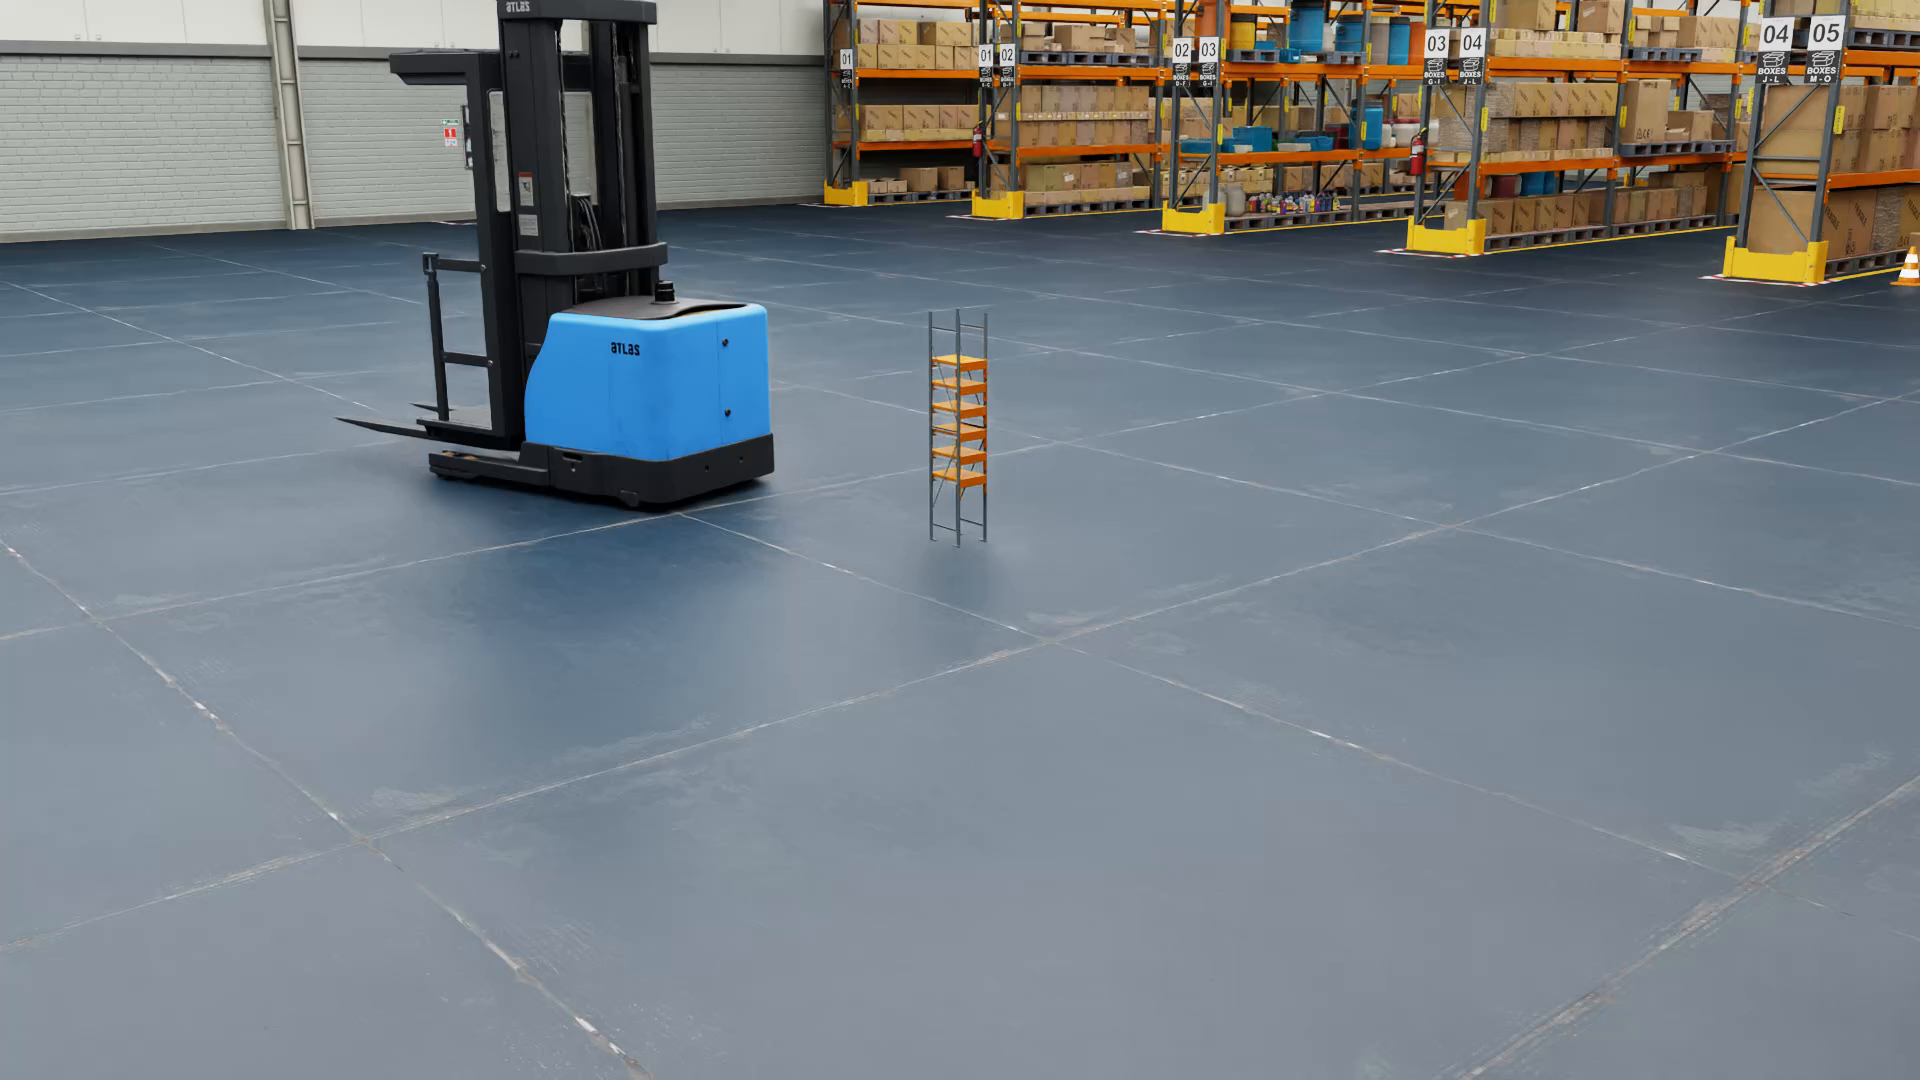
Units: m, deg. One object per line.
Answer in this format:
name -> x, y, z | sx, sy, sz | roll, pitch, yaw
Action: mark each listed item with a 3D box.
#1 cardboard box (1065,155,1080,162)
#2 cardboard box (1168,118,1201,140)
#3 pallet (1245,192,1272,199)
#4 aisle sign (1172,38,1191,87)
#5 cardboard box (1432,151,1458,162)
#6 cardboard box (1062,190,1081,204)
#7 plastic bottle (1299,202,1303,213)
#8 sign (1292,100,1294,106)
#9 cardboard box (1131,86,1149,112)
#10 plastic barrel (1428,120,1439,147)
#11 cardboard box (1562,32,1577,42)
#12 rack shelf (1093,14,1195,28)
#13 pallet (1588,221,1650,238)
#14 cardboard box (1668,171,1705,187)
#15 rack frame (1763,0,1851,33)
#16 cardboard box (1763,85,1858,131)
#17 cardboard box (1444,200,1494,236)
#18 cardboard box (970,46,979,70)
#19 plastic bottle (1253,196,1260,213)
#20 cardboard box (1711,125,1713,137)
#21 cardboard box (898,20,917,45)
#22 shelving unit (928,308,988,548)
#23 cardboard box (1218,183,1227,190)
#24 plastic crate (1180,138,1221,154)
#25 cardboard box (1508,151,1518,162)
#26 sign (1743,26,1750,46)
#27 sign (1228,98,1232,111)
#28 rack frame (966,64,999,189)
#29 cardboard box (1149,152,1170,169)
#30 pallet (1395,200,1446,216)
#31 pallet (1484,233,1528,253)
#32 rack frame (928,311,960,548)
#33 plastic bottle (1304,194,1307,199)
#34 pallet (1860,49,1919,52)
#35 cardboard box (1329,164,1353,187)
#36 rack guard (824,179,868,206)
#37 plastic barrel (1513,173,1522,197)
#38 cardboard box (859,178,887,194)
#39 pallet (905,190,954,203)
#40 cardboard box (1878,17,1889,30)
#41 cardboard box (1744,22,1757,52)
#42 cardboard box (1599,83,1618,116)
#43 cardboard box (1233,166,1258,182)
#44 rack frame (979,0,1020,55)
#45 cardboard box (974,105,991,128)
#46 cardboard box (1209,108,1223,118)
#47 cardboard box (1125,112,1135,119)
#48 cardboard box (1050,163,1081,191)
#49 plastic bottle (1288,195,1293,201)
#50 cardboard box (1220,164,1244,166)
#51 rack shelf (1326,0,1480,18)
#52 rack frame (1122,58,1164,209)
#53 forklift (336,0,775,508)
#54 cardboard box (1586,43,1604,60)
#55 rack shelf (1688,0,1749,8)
cardboard box -> 2.537, -9.184, 39.859 | 0.500, 0.250, 0.500 | -12, 19, -38
cardboard box -> 4.742, -8.657, 35.152 | 0.500, 0.500, 0.500 | -11, 18, -35
pallet -> 6.125, -7.591, 36.758 | 1.213, 0.211, 1.003 | -13, 19, -39
aisle sign -> 3.736, -8.051, 28.041 | 0.004, 0.787, 0.394 | -13, 19, -39
cardboard box -> 7.316, -5.752, 24.960 | 0.250, 0.149, 0.380 | -13, 19, -39
cardboard box -> 2.040, -6.807, 32.934 | 0.500, 0.250, 0.500 | -13, 19, -39
plastic bottle -> 6.122, -5.983, 29.907 | 0.097, 0.201, 0.097 | 0, 15, 0
sign -> 9.193, -11.954, 45.860 | 0.005, 0.325, 0.100 | -13, 19, -39
cardboard box -> 3.424, -8.991, 33.889 | 0.500, 0.500, 0.700 | -13, 19, -39
plastic barrel -> 9.067, -7.872, 32.190 | 0.421, 0.512, 0.421 | 0, 15, 0
cardboard box -> 9.208, -7.697, 25.457 | 0.250, 0.149, 0.380 | -12, 19, -37
rack shelf -> 5.026, -12.730, 41.139 | 4.000, 0.370, 1.077 | -13, 19, -39
pallet -> 10.841, -5.248, 27.988 | 1.213, 0.211, 1.003 | -13, 19, -39
cardboard box -> 12.786, -6.388, 29.392 | 0.500, 0.250, 0.500 | -12, 19, -37
rack frame -> 10.417, -7.701, 20.143 | 0.127, 3.000, 1.000 | -13, 19, -39
cardboard box -> 10.722, -5.452, 20.965 | 0.550, 0.550, 0.875 | -13, 19, -39
cardboard box -> 7.719, -4.883, 25.248 | 0.500, 0.500, 0.500 | -9, 17, -29
cardboard box -> 0.279, -10.729, 37.059 | 0.500, 0.500, 0.500 | -12, 19, -38
plastic bottle -> 5.362, -6.063, 30.047 | 0.133, 0.283, 0.061 | -13, 19, -39
cardboard box -> 13.482, -7.321, 30.150 | 0.500, 0.500, 0.500 | -12, 19, -38
cardboard box -> -1.277, -10.851, 35.577 | 0.500, 0.500, 0.500 | -12, 19, -38
shelving unit -> -0.011, -0.577, 8.586 | 0.189, 1.200, 0.258 | -13, 19, -39
cardboard box -> 5.381, -7.547, 35.707 | 0.500, 0.250, 0.500 | -12, 19, -38
plastic crate -> 4.167, -6.821, 28.761 | 0.616, 0.251, 0.499 | -13, 19, -39
cardboard box -> 8.183, -5.790, 25.101 | 0.250, 0.149, 0.380 | -13, 19, -39
sign -> 13.627, -8.734, 28.819 | 0.005, 0.325, 0.100 | -13, 19, -39
sign -> 6.898, -11.128, 42.508 | 0.005, 0.325, 0.100 | -13, 19, -39
rack frame -> 0.500, -9.356, 37.963 | 0.127, 3.000, 1.000 | -13, 19, -39
cardboard box -> 4.823, -9.444, 41.645 | 0.750, 0.750, 0.750 | -13, 20, -40
pallet -> 9.411, -6.634, 33.176 | 1.213, 0.211, 1.003 | -13, 19, -39
pallet -> 7.930, -4.582, 25.494 | 1.213, 0.211, 1.003 | -13, 19, -39
rack frame -> -0.080, -0.562, 8.528 | 0.006, 1.200, 0.240 | -13, 19, -39
plastic bottle -> 6.475, -6.353, 31.156 | 0.097, 0.271, 0.097 | 0, 15, 0
pallet -> 12.810, -6.750, 22.567 | 1.213, 0.211, 1.003 | -13, 19, -39
cardboard box -> 8.848, -8.446, 38.548 | 0.500, 0.500, 0.500 | -12, 19, -39
rack guard -> -2.460, -7.483, 35.797 | 0.348, 0.500, 1.175 | -13, 19, -39
plastic barrel -> 11.598, -7.496, 35.009 | 0.421, 0.512, 0.421 | 0, 15, 0
cardboard box -> -1.937, -7.691, 36.090 | 0.500, 0.311, 0.500 | 13, 20, 41
pallet -> -0.904, -7.680, 37.094 | 1.213, 0.211, 1.003 | -13, 19, -39
cardboard box -> 11.458, -6.506, 20.961 | 0.250, 0.149, 0.380 | -12, 19, -39
cardboard box -> 13.685, -8.960, 29.654 | 0.637, 0.503, 0.797 | -11, 19, -36
cardboard box -> 10.096, -7.008, 26.467 | 0.500, 0.500, 0.500 | -13, 19, -39
cardboard box -> 6.151, -7.989, 36.274 | 0.500, 0.311, 0.500 | -13, 20, -40
rack frame -> 0.737, -10.613, 31.044 | 0.127, 3.000, 1.000 | -13, 19, -39
cardboard box -> 0.346, -9.515, 37.358 | 0.500, 0.500, 0.500 | -13, 20, -39
cardboard box -> 6.352, -10.785, 42.507 | 0.500, 0.500, 0.500 | -13, 20, -40
cardboard box -> 3.306, -8.580, 33.607 | 0.250, 0.149, 0.380 | -13, 20, -41
cardboard box -> 2.032, -7.171, 32.845 | 0.500, 0.500, 0.500 | -13, 19, -39
plastic bottle -> 6.092, -6.218, 30.649 | 0.097, 0.271, 0.097 | 0, 15, 0
cardboard box -> 7.166, -9.813, 43.705 | 0.500, 0.500, 0.700 | -12, 19, -39
rack shelf -> 8.512, -10.124, 31.381 | 4.000, 0.370, 1.077 | -13, 19, -39
rack frame -> 3.754, -8.392, 34.355 | 0.127, 3.000, 1.000 | -13, 19, -39
forklift -> -2.635, -1.864, 10.049 | 3.031, 2.935, 1.130 | 9, 18, 31
cardboard box -> 9.681, -7.625, 25.962 | 0.500, 0.250, 0.500 | -12, 19, -38
rack shelf -> 11.763, -9.159, 27.772 | 4.000, 0.370, 1.077 | -13, 19, -39
